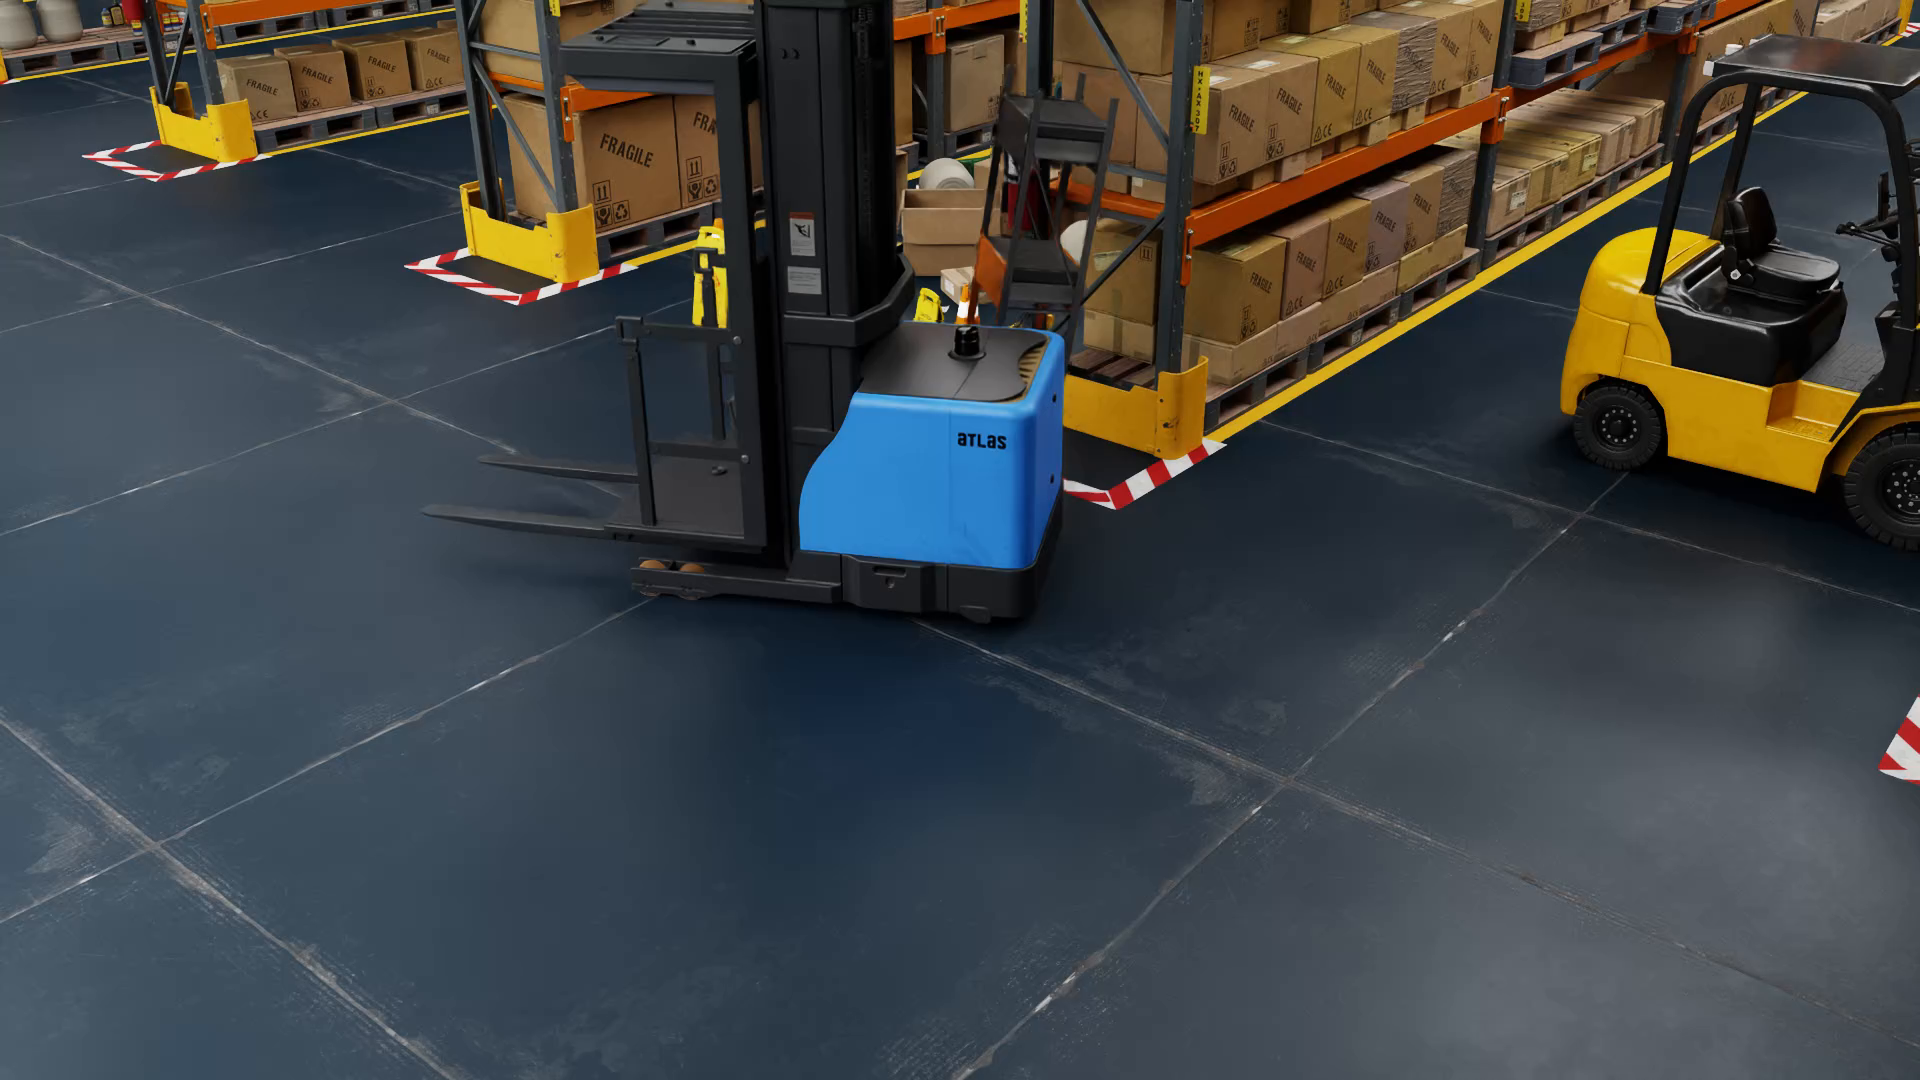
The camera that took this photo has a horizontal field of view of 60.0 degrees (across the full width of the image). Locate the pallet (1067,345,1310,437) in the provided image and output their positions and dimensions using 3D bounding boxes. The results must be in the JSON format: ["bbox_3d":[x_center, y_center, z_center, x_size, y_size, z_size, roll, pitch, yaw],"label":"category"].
[{"bbox_3d":[1.365,-1.028,10.008,1.003,0.211,1.213,21,34,34],"label":"pallet"}]

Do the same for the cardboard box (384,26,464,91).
[{"bbox_3d":[-5.308,-4.775,16.478,0.500,0.500,0.500,17,32,30],"label":"cardboard box"}]

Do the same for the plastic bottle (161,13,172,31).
[{"bbox_3d":[-9.084,-5.963,19.003,0.097,0.271,0.097,0,27,0],"label":"plastic bottle"}]

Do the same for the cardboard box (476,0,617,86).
[{"bbox_3d":[-2.910,-3.585,11.751,0.875,0.550,0.550,21,34,34],"label":"cardboard box"}]

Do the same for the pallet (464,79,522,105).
[{"bbox_3d":[-4.730,-4.790,17.279,1.003,0.211,1.213,21,34,34],"label":"pallet"}]

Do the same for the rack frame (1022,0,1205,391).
[{"bbox_3d":[0.773,-1.962,8.779,1.000,3.000,0.127,21,34,34],"label":"rack frame"}]

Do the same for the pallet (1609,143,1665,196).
[{"bbox_3d":[5.363,-3.284,14.368,1.003,0.211,1.213,21,34,34],"label":"pallet"}]

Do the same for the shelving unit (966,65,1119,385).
[{"bbox_3d":[0.323,-1.223,8.261,0.431,2.100,0.503,1,28,-17],"label":"shelving unit"}]

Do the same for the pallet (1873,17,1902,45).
[{"bbox_3d":[10.502,-6.090,19.793,1.003,0.211,1.213,21,34,34],"label":"pallet"}]

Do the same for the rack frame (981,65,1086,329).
[{"bbox_3d":[0.263,-1.339,8.467,0.400,2.100,0.015,1,28,-17],"label":"rack frame"}]

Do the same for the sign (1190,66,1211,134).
[{"bbox_3d":[1.192,-2.188,8.273,0.100,0.325,0.005,21,34,34],"label":"sign"}]

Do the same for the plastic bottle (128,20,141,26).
[{"bbox_3d":[-9.602,-6.125,19.302,0.061,0.283,0.133,21,34,34],"label":"plastic bottle"}]

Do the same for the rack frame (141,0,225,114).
[{"bbox_3d":[-6.874,-4.859,14.377,1.000,3.000,0.127,21,34,34],"label":"rack frame"}]

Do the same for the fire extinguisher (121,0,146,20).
[{"bbox_3d":[-7.302,-4.918,14.577,0.296,0.674,0.183,21,34,34],"label":"fire extinguisher"}]

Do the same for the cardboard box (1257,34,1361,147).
[{"bbox_3d":[1.938,-2.591,9.562,0.500,0.500,0.500,20,33,33],"label":"cardboard box"}]

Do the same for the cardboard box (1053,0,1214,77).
[{"bbox_3d":[0.929,-2.828,8.931,0.700,0.500,0.500,20,33,33],"label":"cardboard box"}]

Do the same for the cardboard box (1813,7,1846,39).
[{"bbox_3d":[8.888,-5.457,17.865,0.875,0.438,0.875,20,34,34],"label":"cardboard box"}]

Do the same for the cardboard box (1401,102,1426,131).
[{"bbox_3d":[2.704,-2.705,10.487,0.380,0.149,0.250,20,34,34],"label":"cardboard box"}]

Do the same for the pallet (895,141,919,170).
[{"bbox_3d":[-1.111,-3.306,14.411,1.003,0.211,1.213,21,34,34],"label":"pallet"}]

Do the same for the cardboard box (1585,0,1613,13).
[{"bbox_3d":[4.480,-4.175,12.166,0.500,0.500,0.500,21,34,34],"label":"cardboard box"}]

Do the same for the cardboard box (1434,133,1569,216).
[{"bbox_3d":[4.103,-2.843,12.883,0.950,0.372,0.625,23,35,37],"label":"cardboard box"}]

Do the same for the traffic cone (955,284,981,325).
[{"bbox_3d":[0.051,-1.365,10.385,0.336,0.463,0.334,21,34,34],"label":"traffic cone"}]

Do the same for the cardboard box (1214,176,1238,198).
[{"bbox_3d":[1.298,-2.004,9.133,0.380,0.149,0.250,21,34,35],"label":"cardboard box"}]

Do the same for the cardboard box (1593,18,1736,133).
[{"bbox_3d":[6.365,-4.262,15.080,0.875,0.875,0.875,20,34,34],"label":"cardboard box"}]

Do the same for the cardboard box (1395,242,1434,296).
[{"bbox_3d":[2.817,-1.866,11.128,0.500,0.250,0.500,20,33,33],"label":"cardboard box"}]

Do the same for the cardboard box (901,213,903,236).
[{"bbox_3d":[-0.239,-2.429,12.657,0.258,0.266,0.396,-21,34,-35],"label":"cardboard box"}]

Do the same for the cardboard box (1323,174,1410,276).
[{"bbox_3d":[2.502,-2.029,10.626,0.500,0.500,0.500,23,35,37],"label":"cardboard box"}]

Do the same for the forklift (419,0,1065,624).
[{"bbox_3d":[-1.063,-1.253,7.482,3.031,2.935,1.130,5,28,10],"label":"forklift"}]

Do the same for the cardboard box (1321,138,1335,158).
[{"bbox_3d":[1.987,-2.364,9.829,0.380,0.149,0.250,22,35,36],"label":"cardboard box"}]

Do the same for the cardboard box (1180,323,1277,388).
[{"bbox_3d":[1.499,-1.133,9.711,0.500,0.250,0.500,20,34,34],"label":"cardboard box"}]

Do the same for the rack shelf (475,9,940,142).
[{"bbox_3d":[-1.839,-3.763,13.042,1.077,0.370,4.000,21,34,34],"label":"rack shelf"}]

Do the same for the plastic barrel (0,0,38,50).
[{"bbox_3d":[-10.336,-5.643,18.145,0.421,0.512,0.421,0,27,0],"label":"plastic barrel"}]

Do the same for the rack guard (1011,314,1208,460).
[{"bbox_3d":[0.821,-0.879,9.405,1.175,0.500,0.348,21,34,34],"label":"rack guard"}]

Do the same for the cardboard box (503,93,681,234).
[{"bbox_3d":[-2.731,-2.876,12.400,0.875,0.875,0.875,21,34,35],"label":"cardboard box"}]

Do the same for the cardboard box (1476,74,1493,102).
[{"bbox_3d":[3.348,-3.066,11.185,0.380,0.149,0.250,20,34,34],"label":"cardboard box"}]

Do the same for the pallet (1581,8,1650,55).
[{"bbox_3d":[4.634,-4.000,12.926,1.003,0.211,1.213,21,34,34],"label":"pallet"}]

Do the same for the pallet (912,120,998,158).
[{"bbox_3d":[-0.134,-3.848,15.459,1.003,0.211,1.213,21,34,34],"label":"pallet"}]

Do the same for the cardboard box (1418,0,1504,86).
[{"bbox_3d":[3.226,-3.327,10.984,0.500,0.500,0.500,20,33,33],"label":"cardboard box"}]

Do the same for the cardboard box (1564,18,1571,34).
[{"bbox_3d":[4.199,-3.768,12.085,0.380,0.149,0.250,23,35,37],"label":"cardboard box"}]

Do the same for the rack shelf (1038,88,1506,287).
[{"bbox_3d":[2.045,-2.352,10.315,1.077,0.370,4.000,21,34,34],"label":"rack shelf"}]

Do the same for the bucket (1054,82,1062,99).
[{"bbox_3d":[1.126,-3.291,13.255,0.620,0.611,0.726,-5,26,-32],"label":"bucket"}]

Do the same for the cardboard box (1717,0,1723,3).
[{"bbox_3d":[6.367,-4.832,14.489,0.500,0.250,0.500,20,33,34],"label":"cardboard box"}]

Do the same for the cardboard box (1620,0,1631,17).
[{"bbox_3d":[4.910,-4.116,12.759,0.380,0.149,0.250,20,33,33],"label":"cardboard box"}]

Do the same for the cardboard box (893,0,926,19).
[{"bbox_3d":[-0.792,-4.724,13.953,0.875,0.550,0.550,21,34,34],"label":"cardboard box"}]

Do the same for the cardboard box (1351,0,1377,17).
[{"bbox_3d":[2.188,-3.564,10.353,0.700,0.500,0.500,20,33,33],"label":"cardboard box"}]
